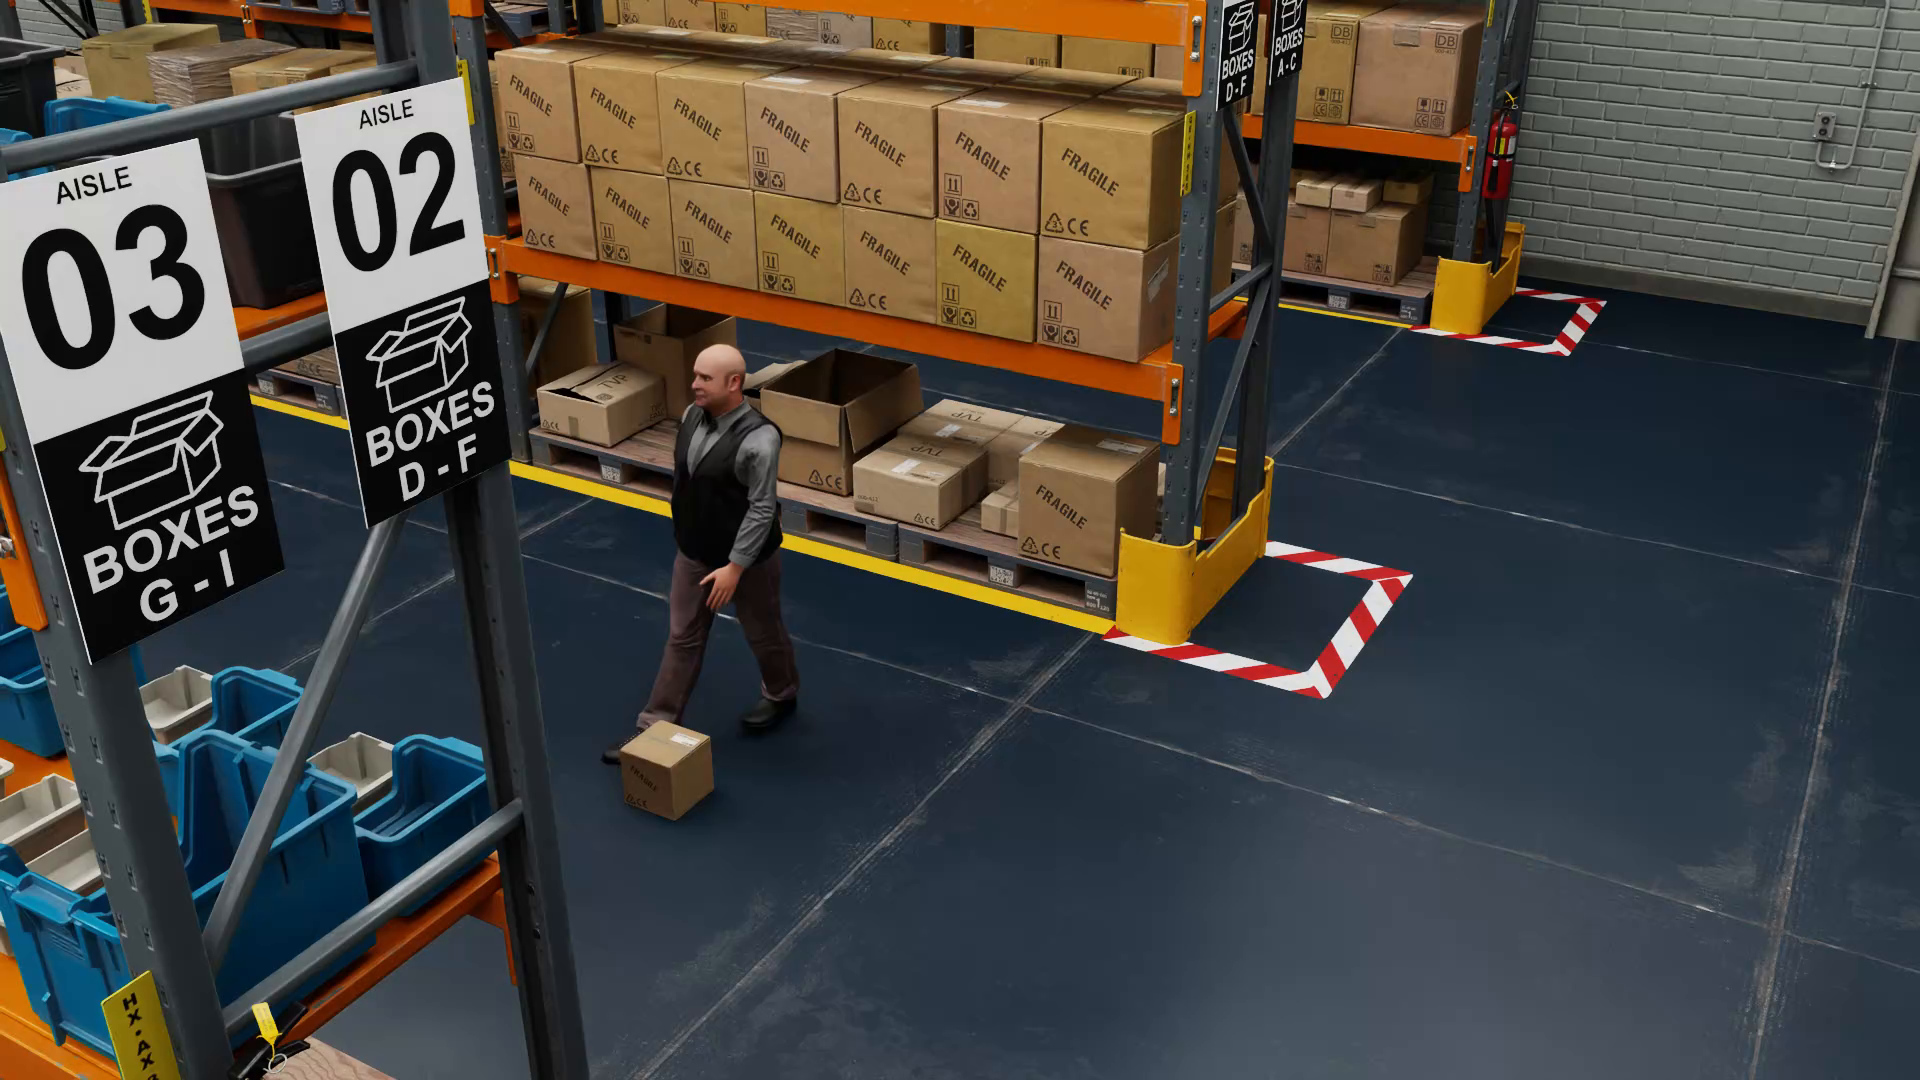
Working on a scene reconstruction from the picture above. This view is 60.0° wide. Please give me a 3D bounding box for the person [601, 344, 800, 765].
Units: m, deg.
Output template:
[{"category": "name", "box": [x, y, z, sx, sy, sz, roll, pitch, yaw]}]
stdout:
[{"category": "person", "box": [-0.976, 0.091, 6.426, 0.549, 1.690, 0.921, 18, 31, 31]}]
